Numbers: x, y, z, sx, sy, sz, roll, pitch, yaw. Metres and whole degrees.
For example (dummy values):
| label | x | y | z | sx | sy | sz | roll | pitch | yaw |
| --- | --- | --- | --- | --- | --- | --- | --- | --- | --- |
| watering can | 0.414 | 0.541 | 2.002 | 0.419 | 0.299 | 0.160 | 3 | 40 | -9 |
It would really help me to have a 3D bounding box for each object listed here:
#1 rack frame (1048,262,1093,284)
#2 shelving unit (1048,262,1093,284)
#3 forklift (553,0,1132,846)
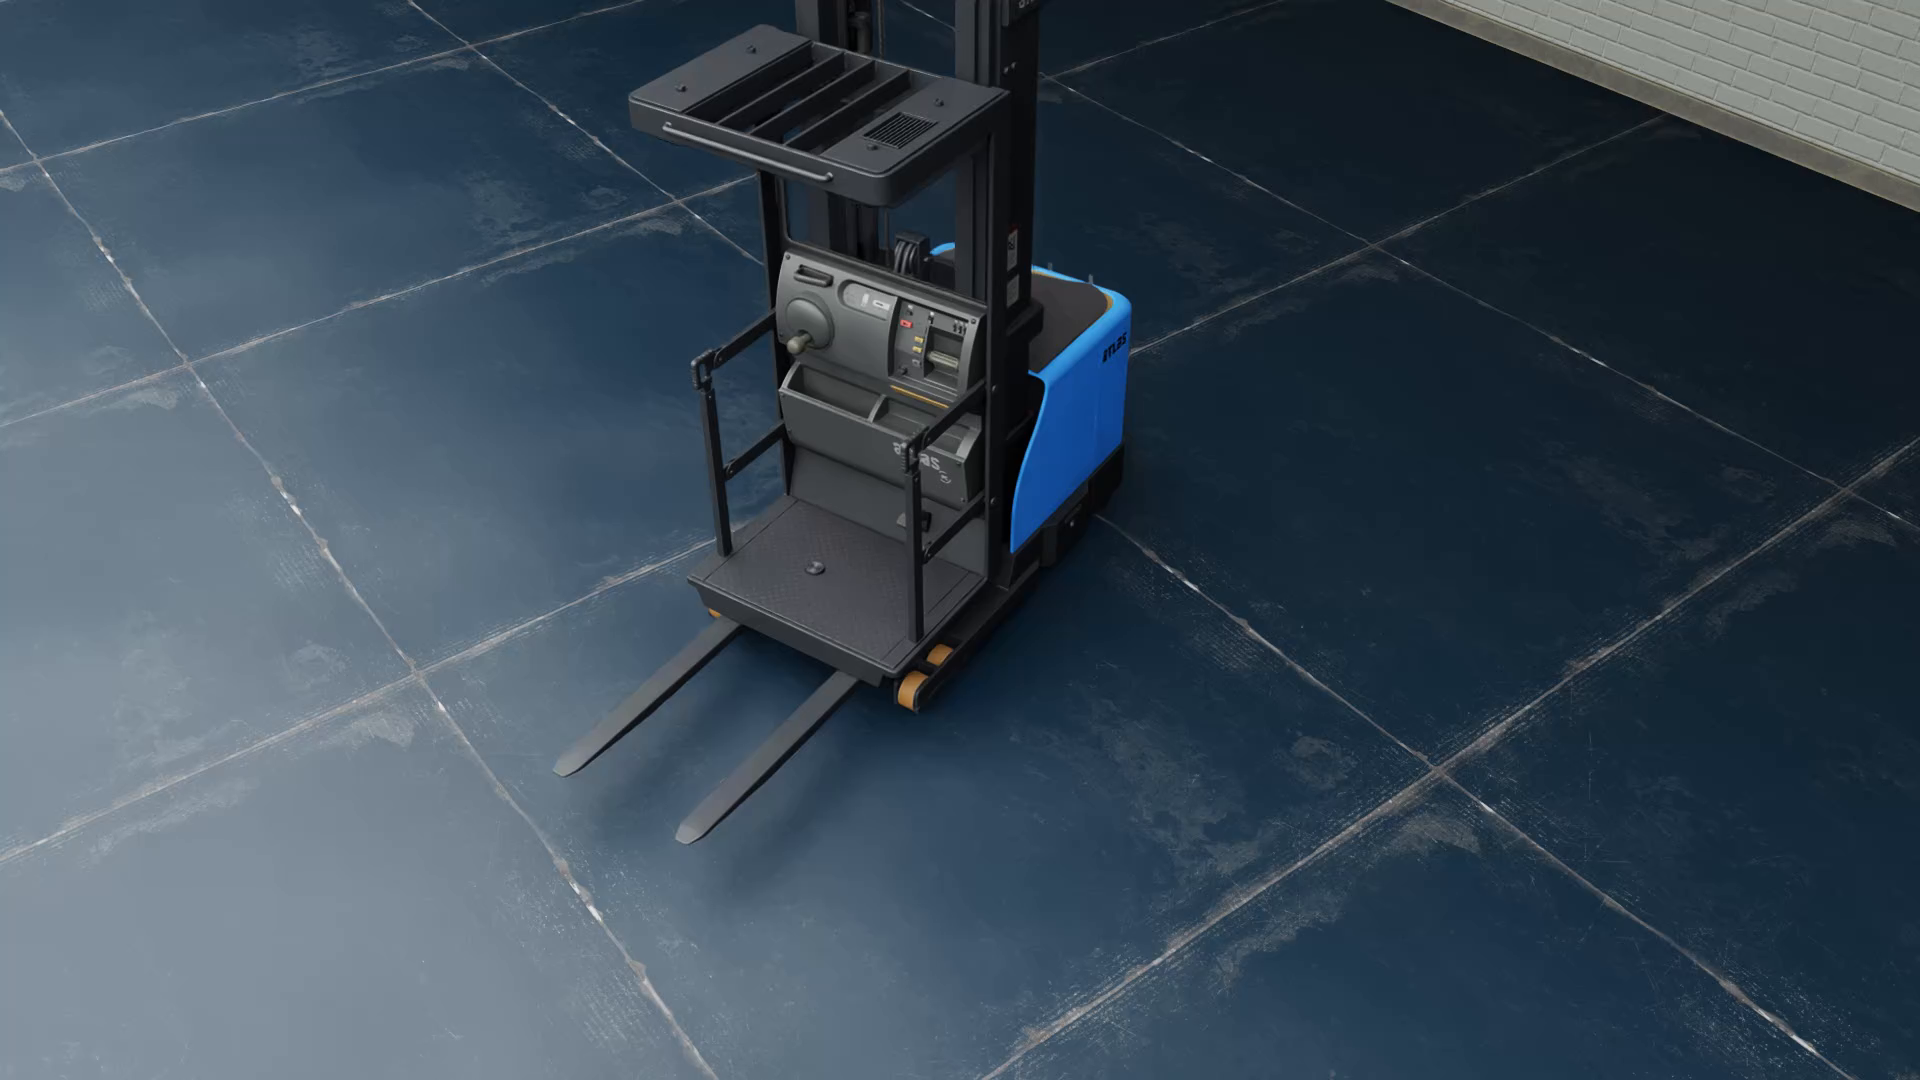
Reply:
| label | x | y | z | sx | sy | sz | roll | pitch | yaw |
| --- | --- | --- | --- | --- | --- | --- | --- | --- | --- |
| rack frame | 0.509 | -0.923 | 8.167 | 0.240 | 0.900 | 0.006 | 21 | 40 | 23 |
| shelving unit | 0.457 | -0.874 | 8.095 | 0.258 | 0.900 | 0.210 | 21 | 40 | 23 |
| forklift | -0.446 | -0.770 | 6.378 | 1.130 | 2.935 | 3.031 | 22 | 44 | 25 |
